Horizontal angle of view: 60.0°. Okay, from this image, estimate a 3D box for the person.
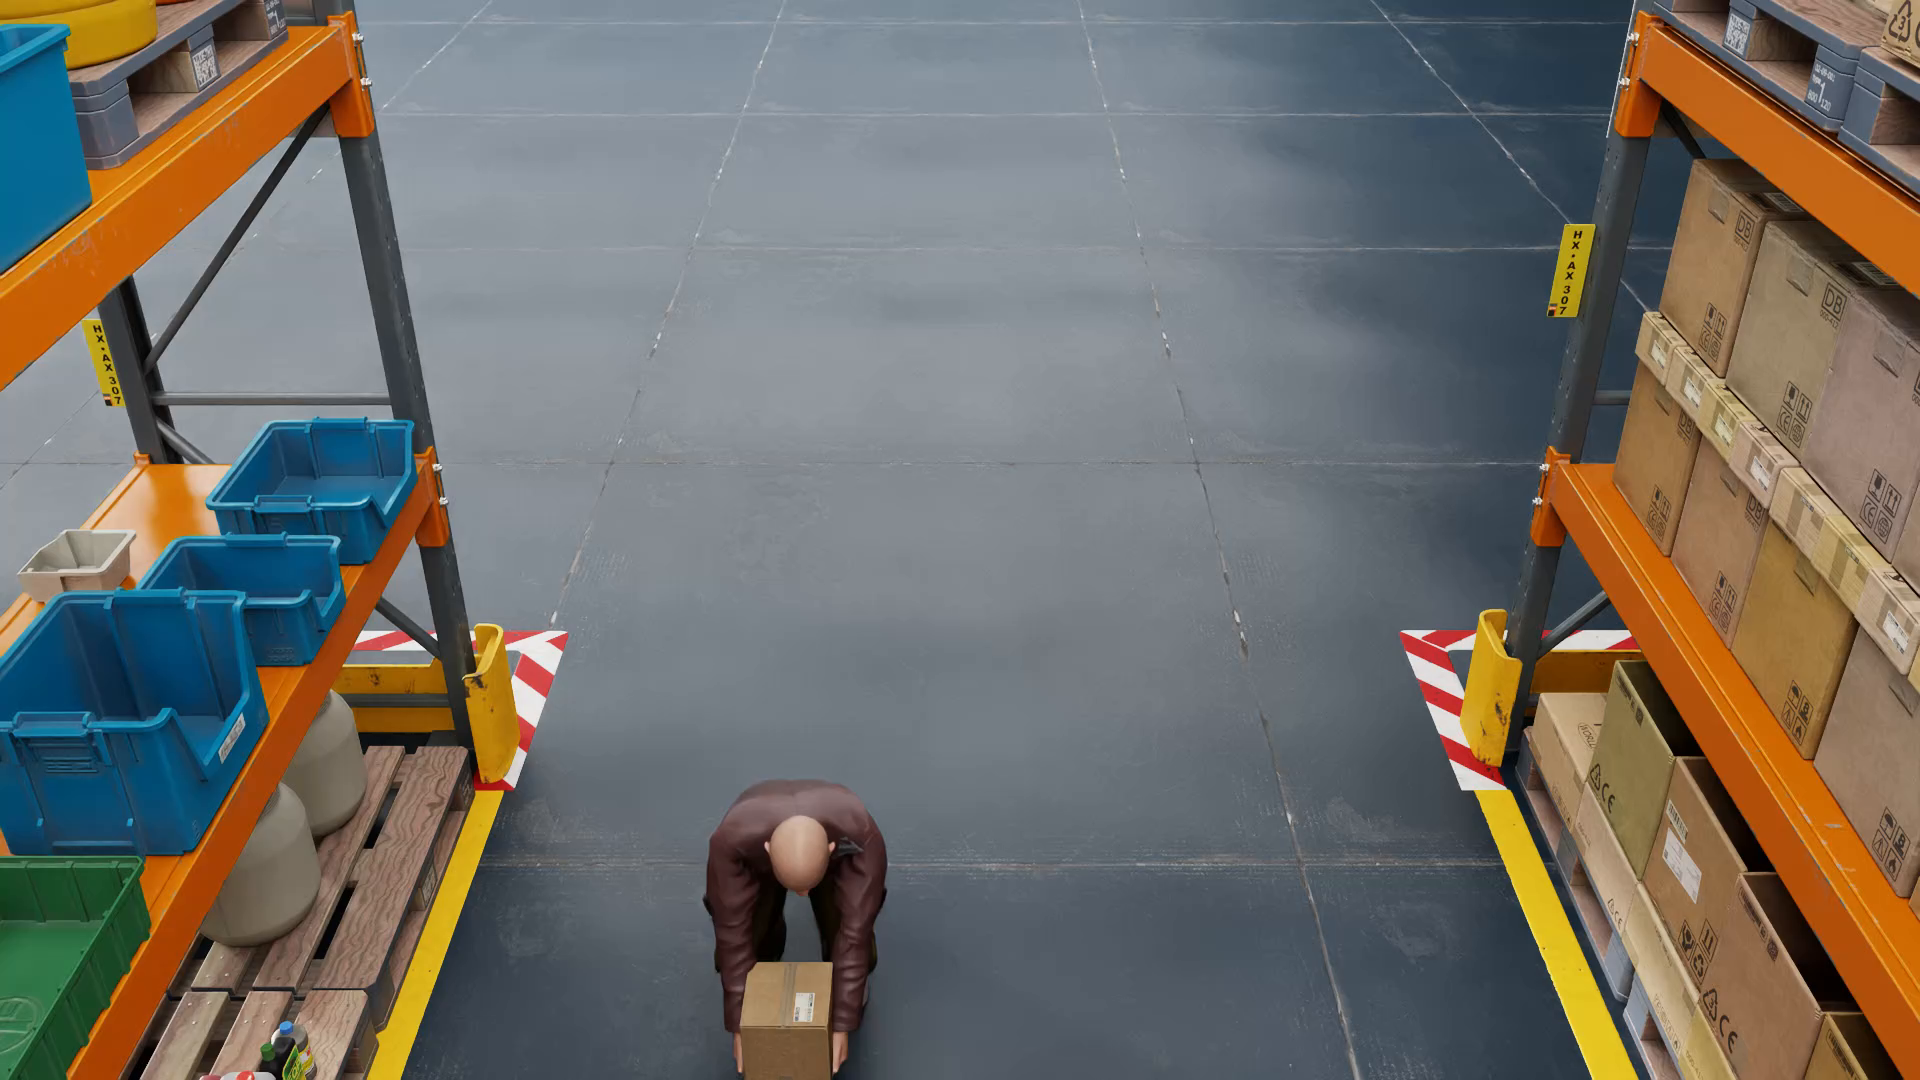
[{"bbox_3d":[-0.510,1.093,5.098,0.583,0.999,0.921,-1,31,-1],"label":"person"}]
